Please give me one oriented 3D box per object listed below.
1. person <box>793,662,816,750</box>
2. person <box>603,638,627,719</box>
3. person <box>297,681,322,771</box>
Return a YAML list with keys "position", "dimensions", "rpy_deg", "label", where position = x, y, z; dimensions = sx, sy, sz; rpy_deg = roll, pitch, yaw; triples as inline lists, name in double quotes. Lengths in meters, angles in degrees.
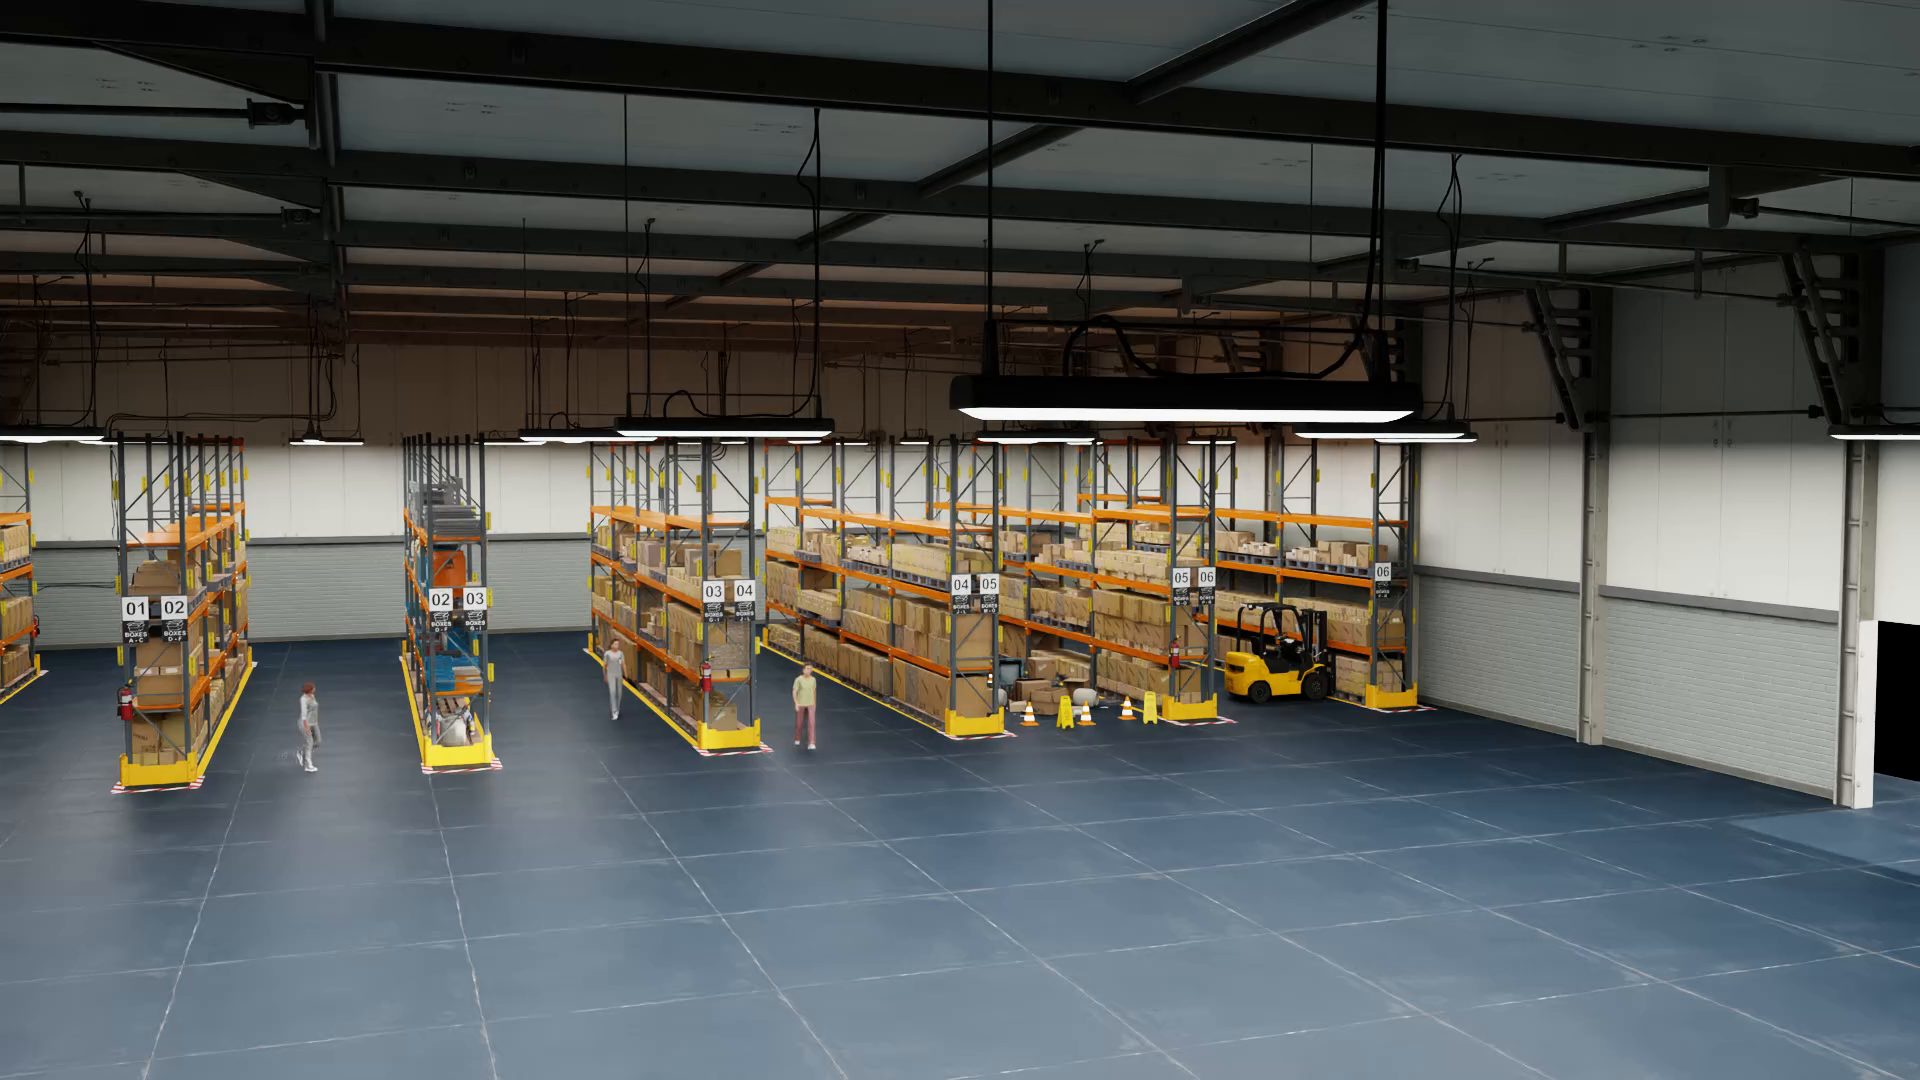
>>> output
- position: [-2.917, 3.145, 31.586]
  dimensions: [0.502, 1.622, 0.946]
  rpy_deg: [-1, 3, -22]
  label: "person"
- position: [-7.303, 2.944, 35.431]
  dimensions: [0.463, 1.677, 0.740]
  rpy_deg: [-2, 4, -32]
  label: "person"
- position: [-11.553, 3.280, 29.380]
  dimensions: [0.488, 1.587, 0.399]
  rpy_deg: [1, 3, 19]
  label: "person"
